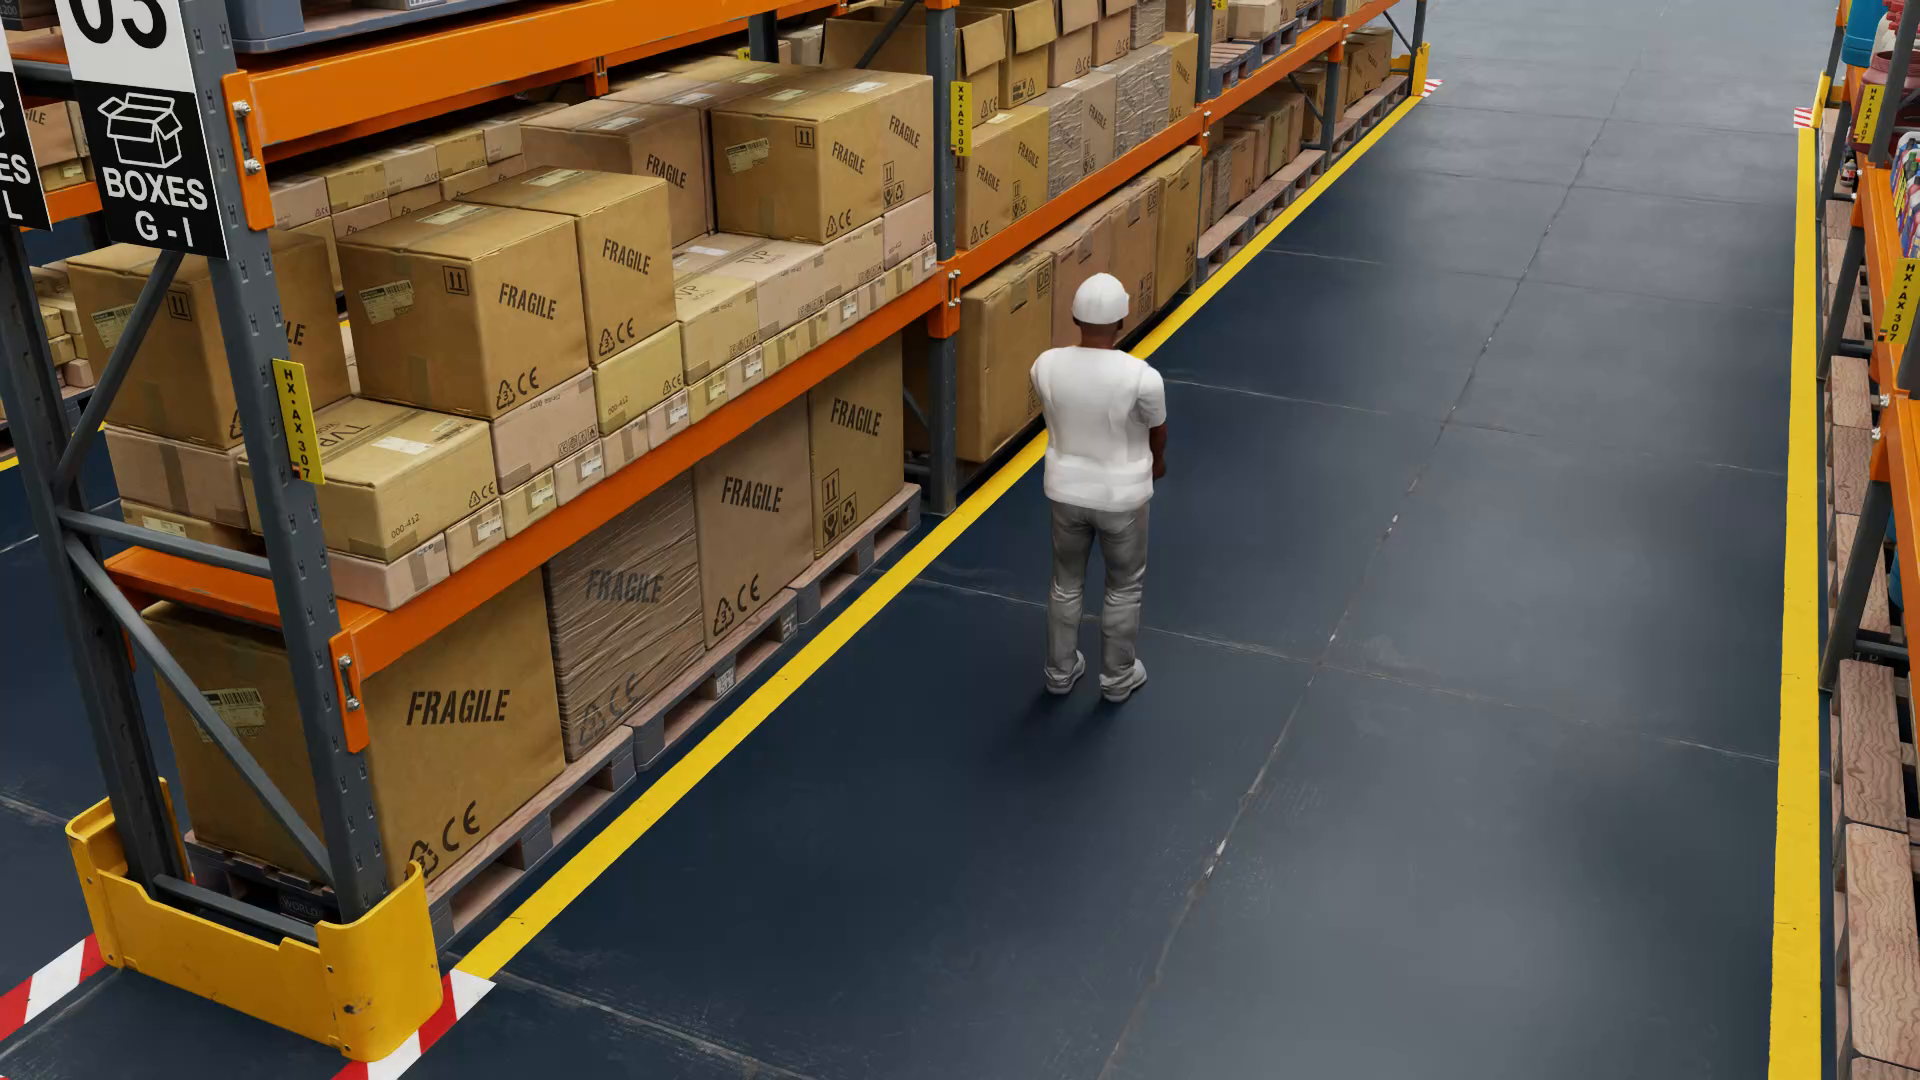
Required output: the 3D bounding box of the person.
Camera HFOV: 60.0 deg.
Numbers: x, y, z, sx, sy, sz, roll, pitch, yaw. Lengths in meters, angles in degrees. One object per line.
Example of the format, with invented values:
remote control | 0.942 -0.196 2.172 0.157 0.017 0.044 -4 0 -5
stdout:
person | 0.567 -0.218 6.535 0.505 1.763 0.557 11 28 22
